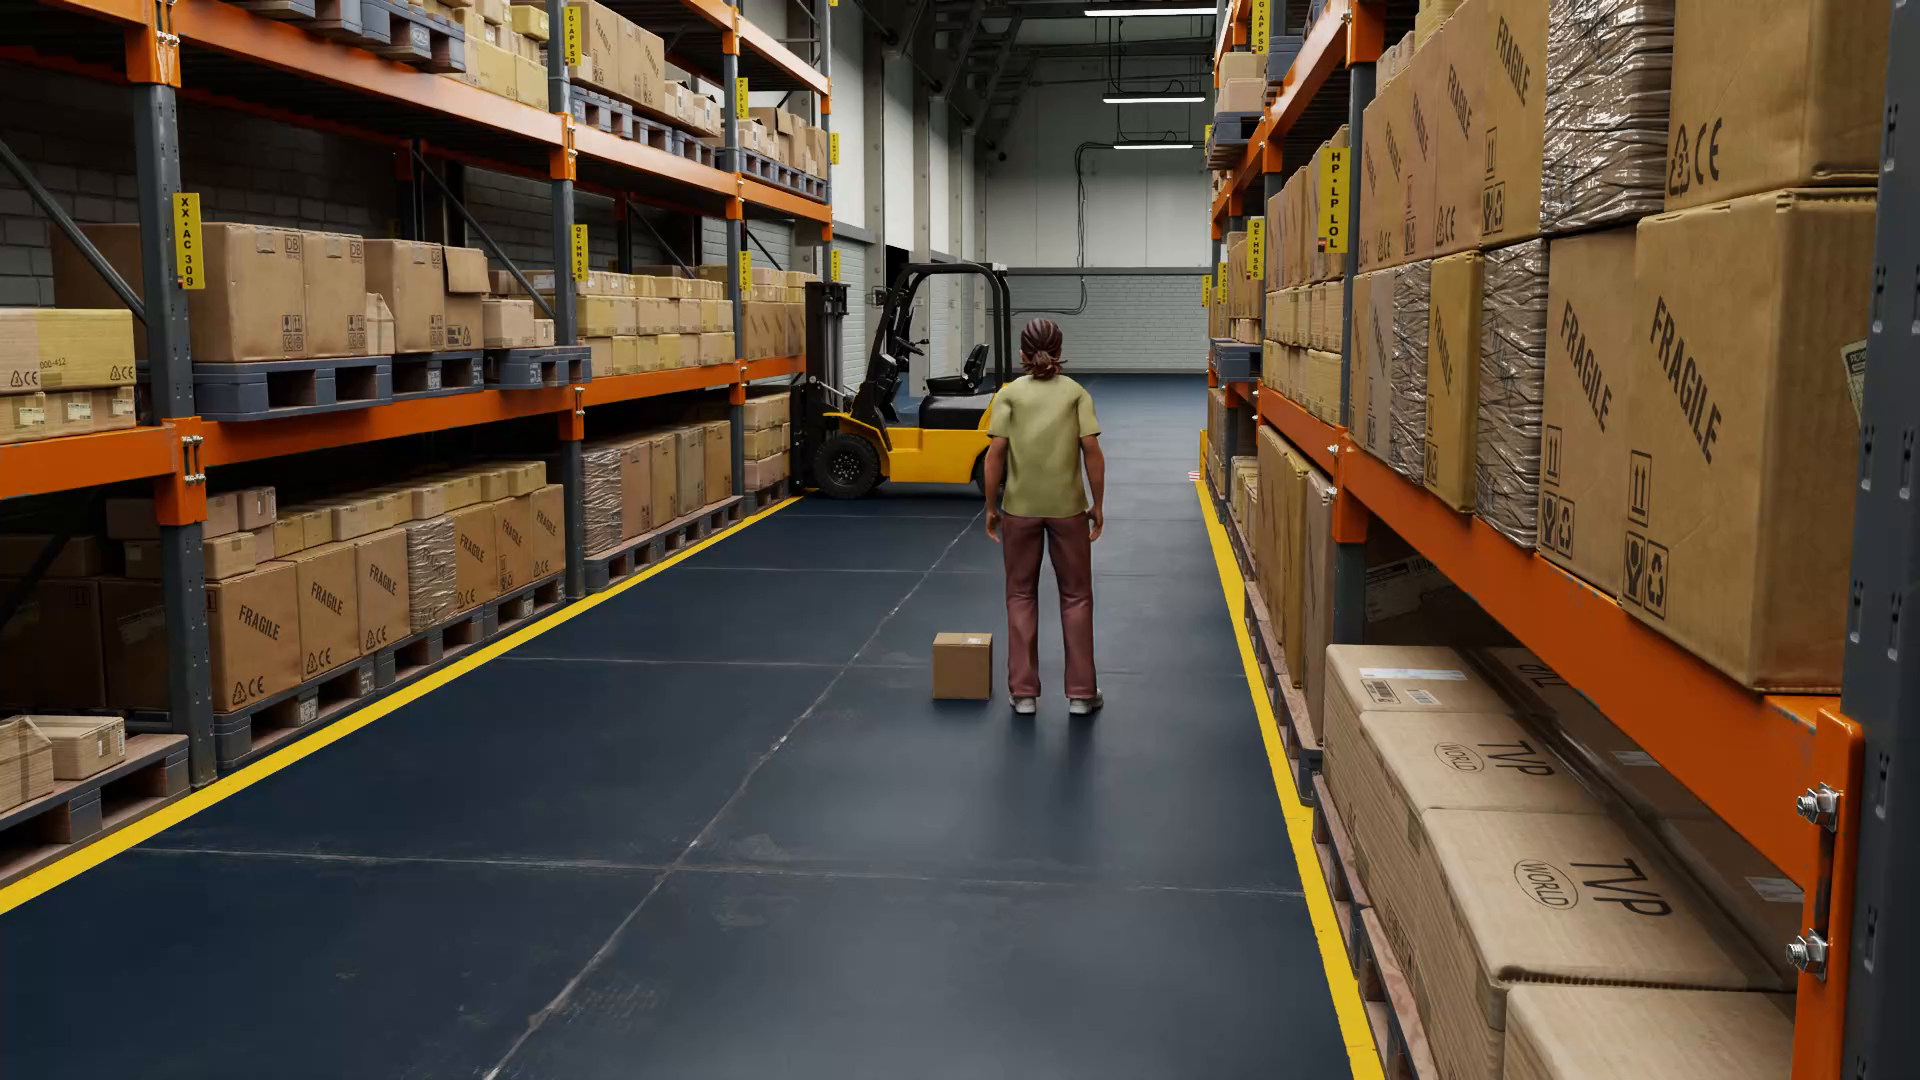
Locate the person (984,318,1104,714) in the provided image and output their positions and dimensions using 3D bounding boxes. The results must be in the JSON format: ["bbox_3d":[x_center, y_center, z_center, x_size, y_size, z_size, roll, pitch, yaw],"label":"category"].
[{"bbox_3d":[0.363,-0.101,7.055,0.521,1.672,0.355,0,8,3],"label":"person"}]
